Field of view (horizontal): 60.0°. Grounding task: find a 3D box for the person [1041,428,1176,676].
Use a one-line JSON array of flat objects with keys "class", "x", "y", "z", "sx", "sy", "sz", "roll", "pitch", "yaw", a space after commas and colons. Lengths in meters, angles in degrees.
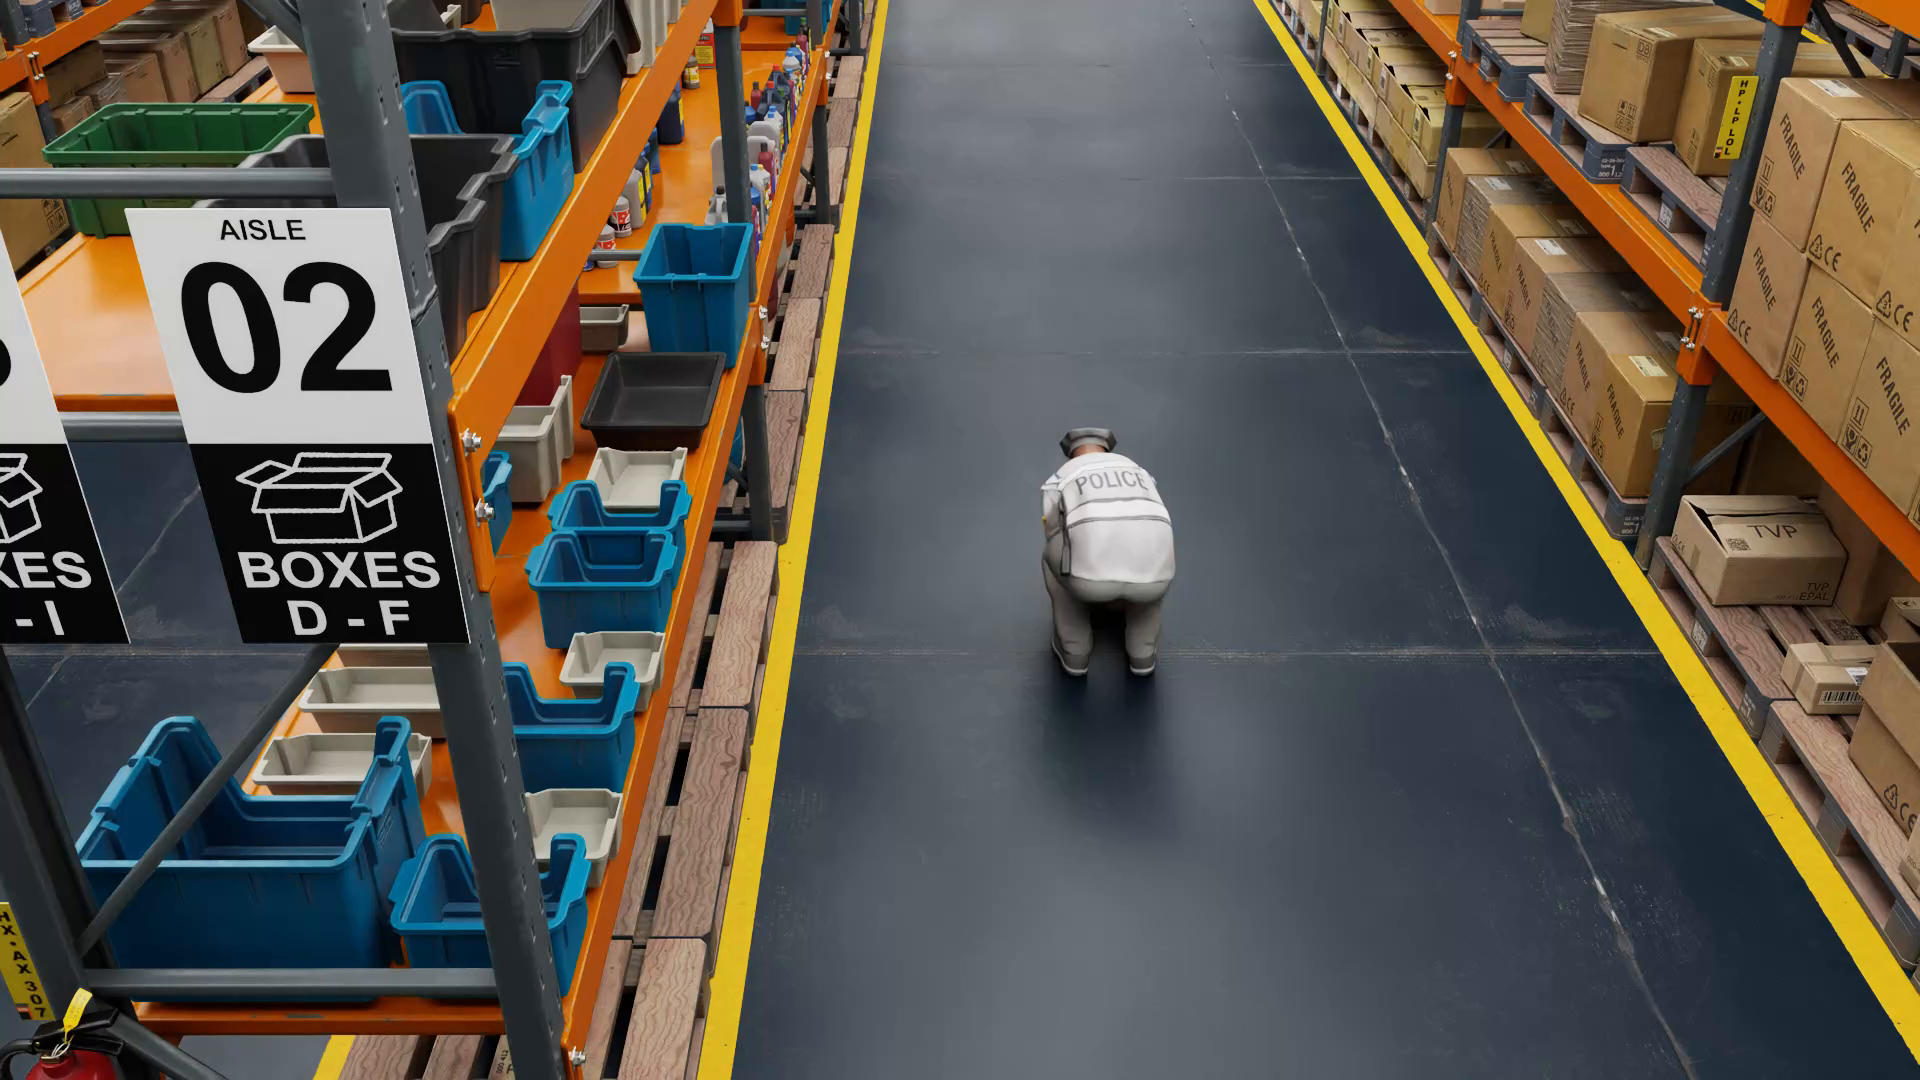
[{"class": "person", "x": 0.606, "y": 0.063, "z": 6.951, "sx": 0.531, "sy": 0.829, "sz": 1.029, "roll": -1, "pitch": 31, "yaw": -2}]
